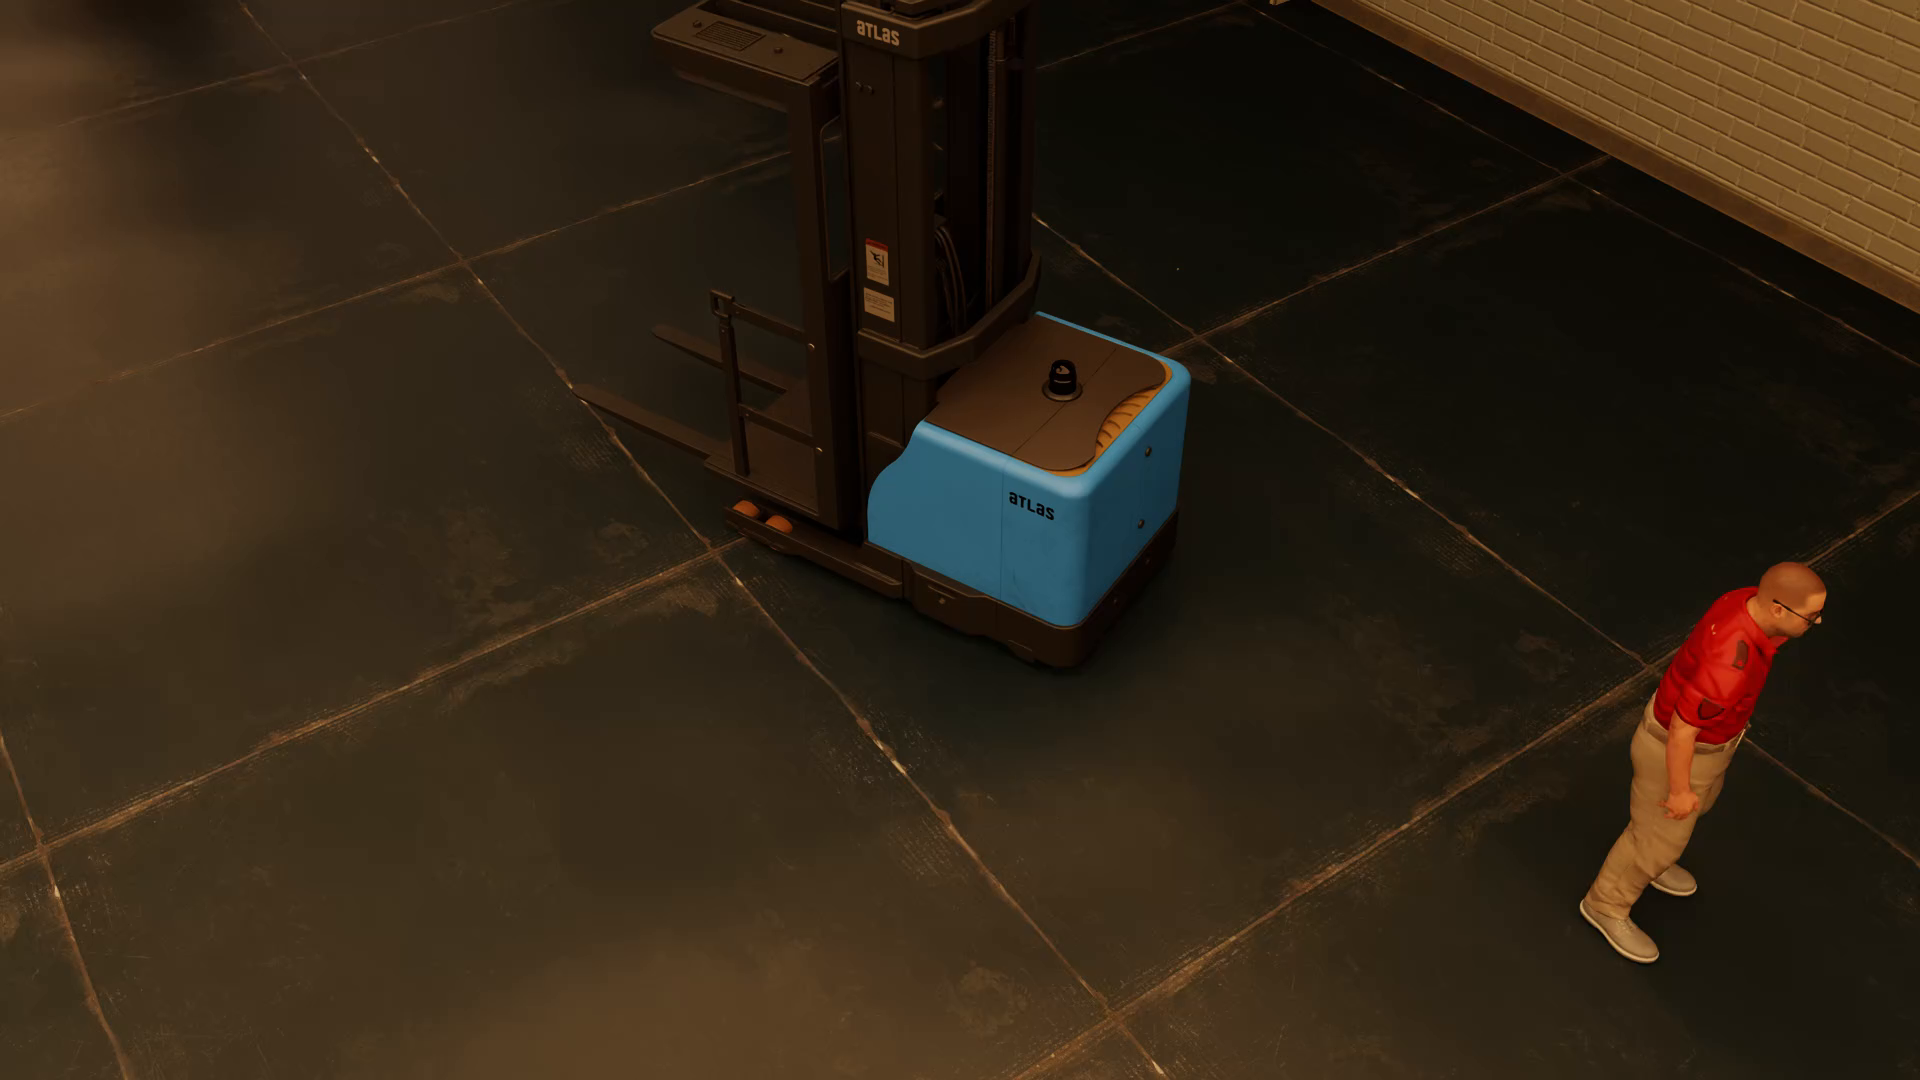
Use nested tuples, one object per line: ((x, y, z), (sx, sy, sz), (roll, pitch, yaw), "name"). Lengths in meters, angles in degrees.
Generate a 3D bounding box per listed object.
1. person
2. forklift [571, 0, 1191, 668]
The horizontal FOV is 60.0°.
((2.582, 0.724, 5.818), (0.399, 1.726, 0.601), (26, 49, 26), "person")
((-0.511, -1.302, 7.129), (3.031, 2.935, 1.130), (24, 48, 24), "forklift")
